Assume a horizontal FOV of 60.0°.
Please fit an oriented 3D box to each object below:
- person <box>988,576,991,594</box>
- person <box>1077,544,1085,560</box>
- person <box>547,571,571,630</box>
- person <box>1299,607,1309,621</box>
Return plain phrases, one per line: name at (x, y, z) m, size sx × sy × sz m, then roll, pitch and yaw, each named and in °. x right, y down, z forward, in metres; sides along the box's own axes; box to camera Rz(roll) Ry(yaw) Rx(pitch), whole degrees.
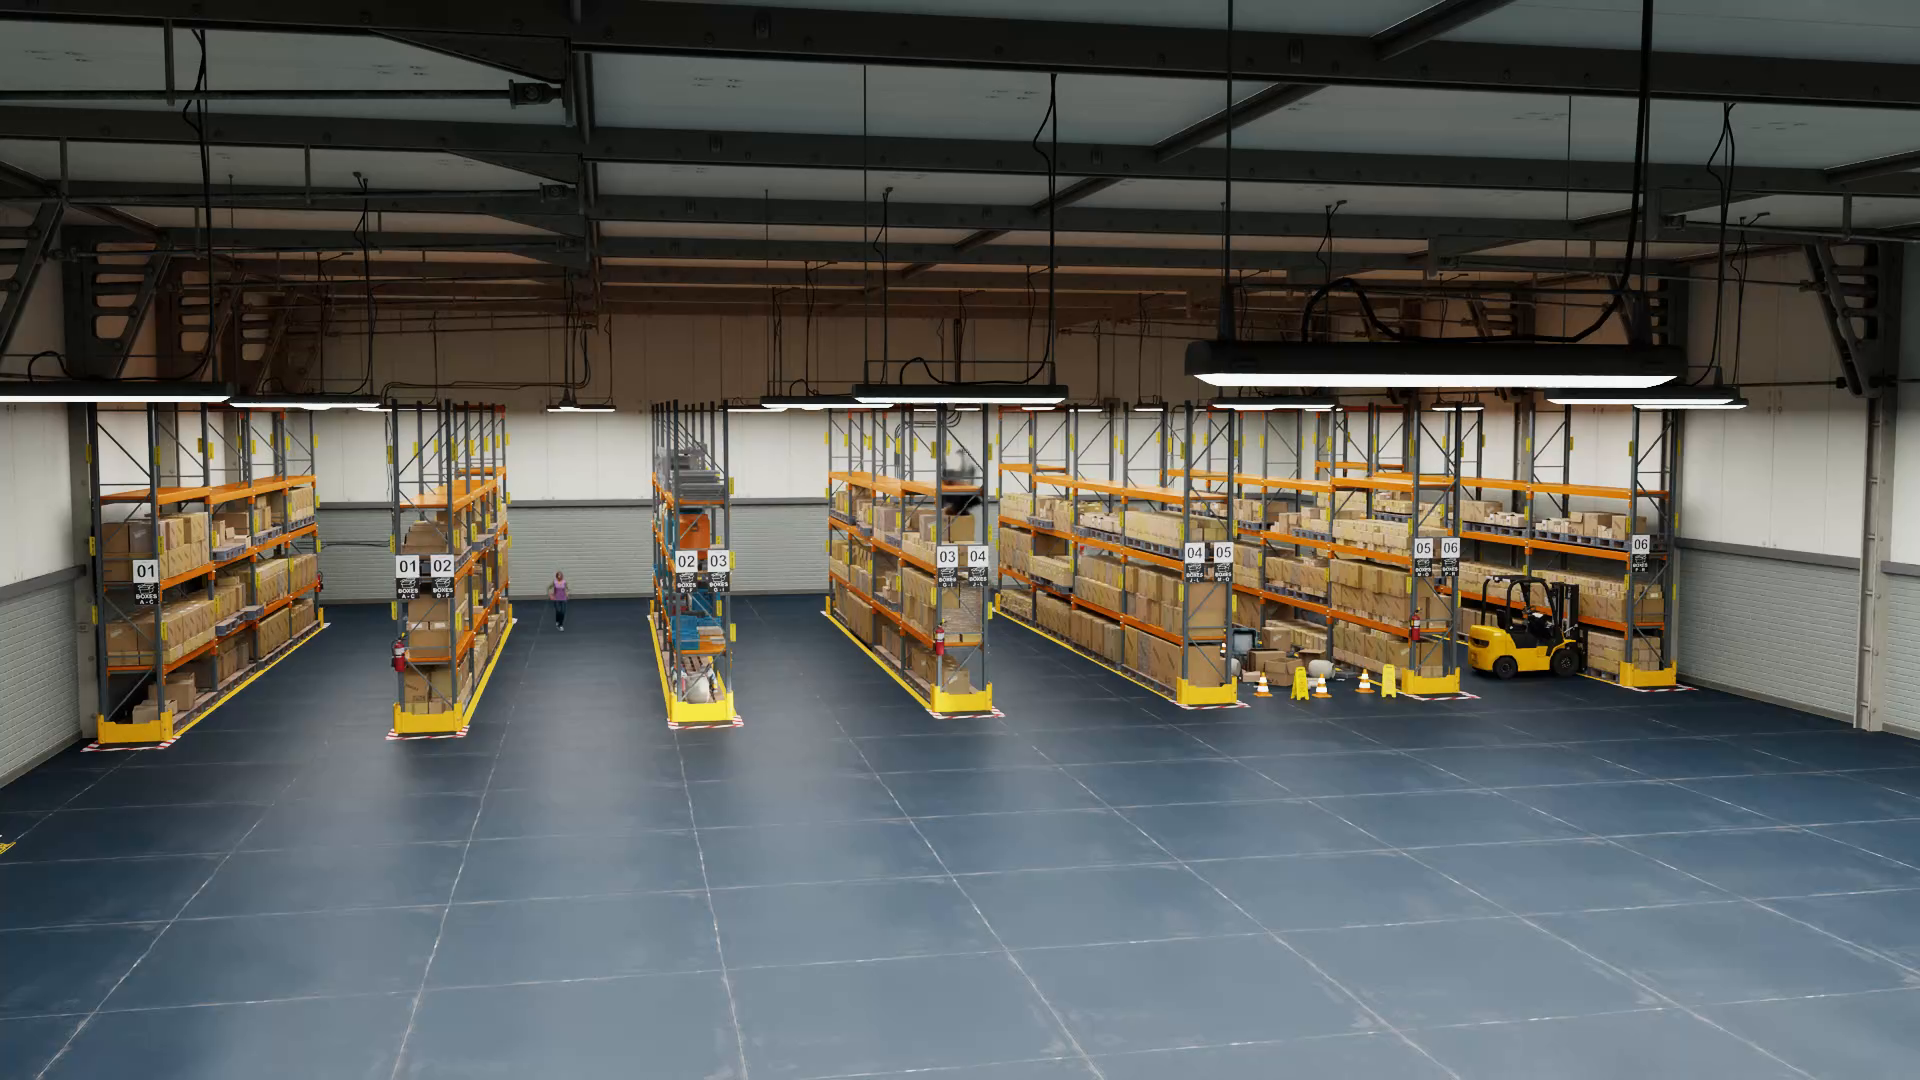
person at (0.574, 1.474, 45.190) m, size 0.600 × 1.651 × 0.786 m, roll 0°, pitch 4°, yaw -6°
person at (3.656, 1.023, 50.579) m, size 0.758 × 1.812 × 0.628 m, roll -1°, pitch 4°, yaw -10°
person at (-10.613, 1.623, 44.142) m, size 0.588 × 1.569 × 0.573 m, roll -2°, pitch 5°, yaw -27°
person at (9.154, 1.574, 44.268) m, size 0.624 × 1.669 × 0.721 m, roll -2°, pitch 5°, yaw -23°
